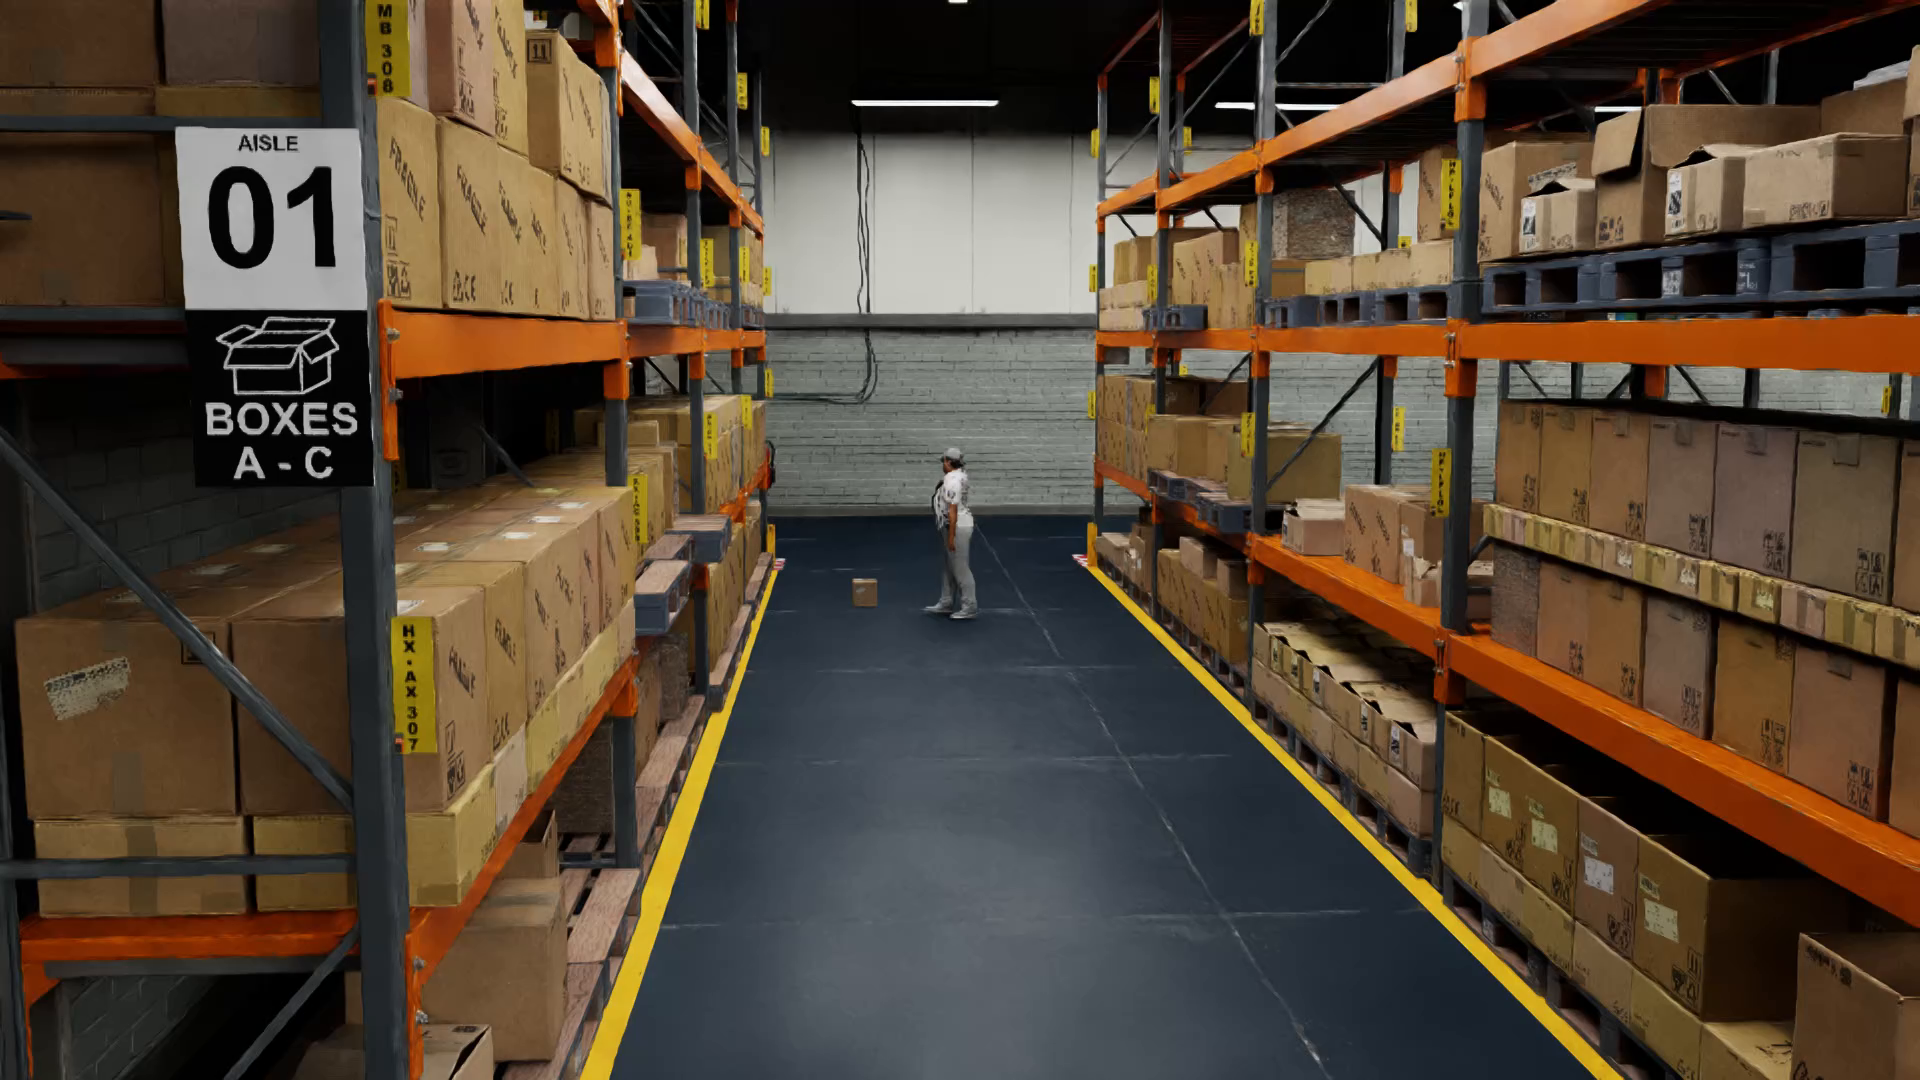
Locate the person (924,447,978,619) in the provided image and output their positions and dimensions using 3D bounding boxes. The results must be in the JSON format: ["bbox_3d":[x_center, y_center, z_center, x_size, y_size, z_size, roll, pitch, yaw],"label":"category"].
[{"bbox_3d":[-0.083,-0.085,16.343,0.559,1.655,0.600,1,7,5],"label":"person"}]
